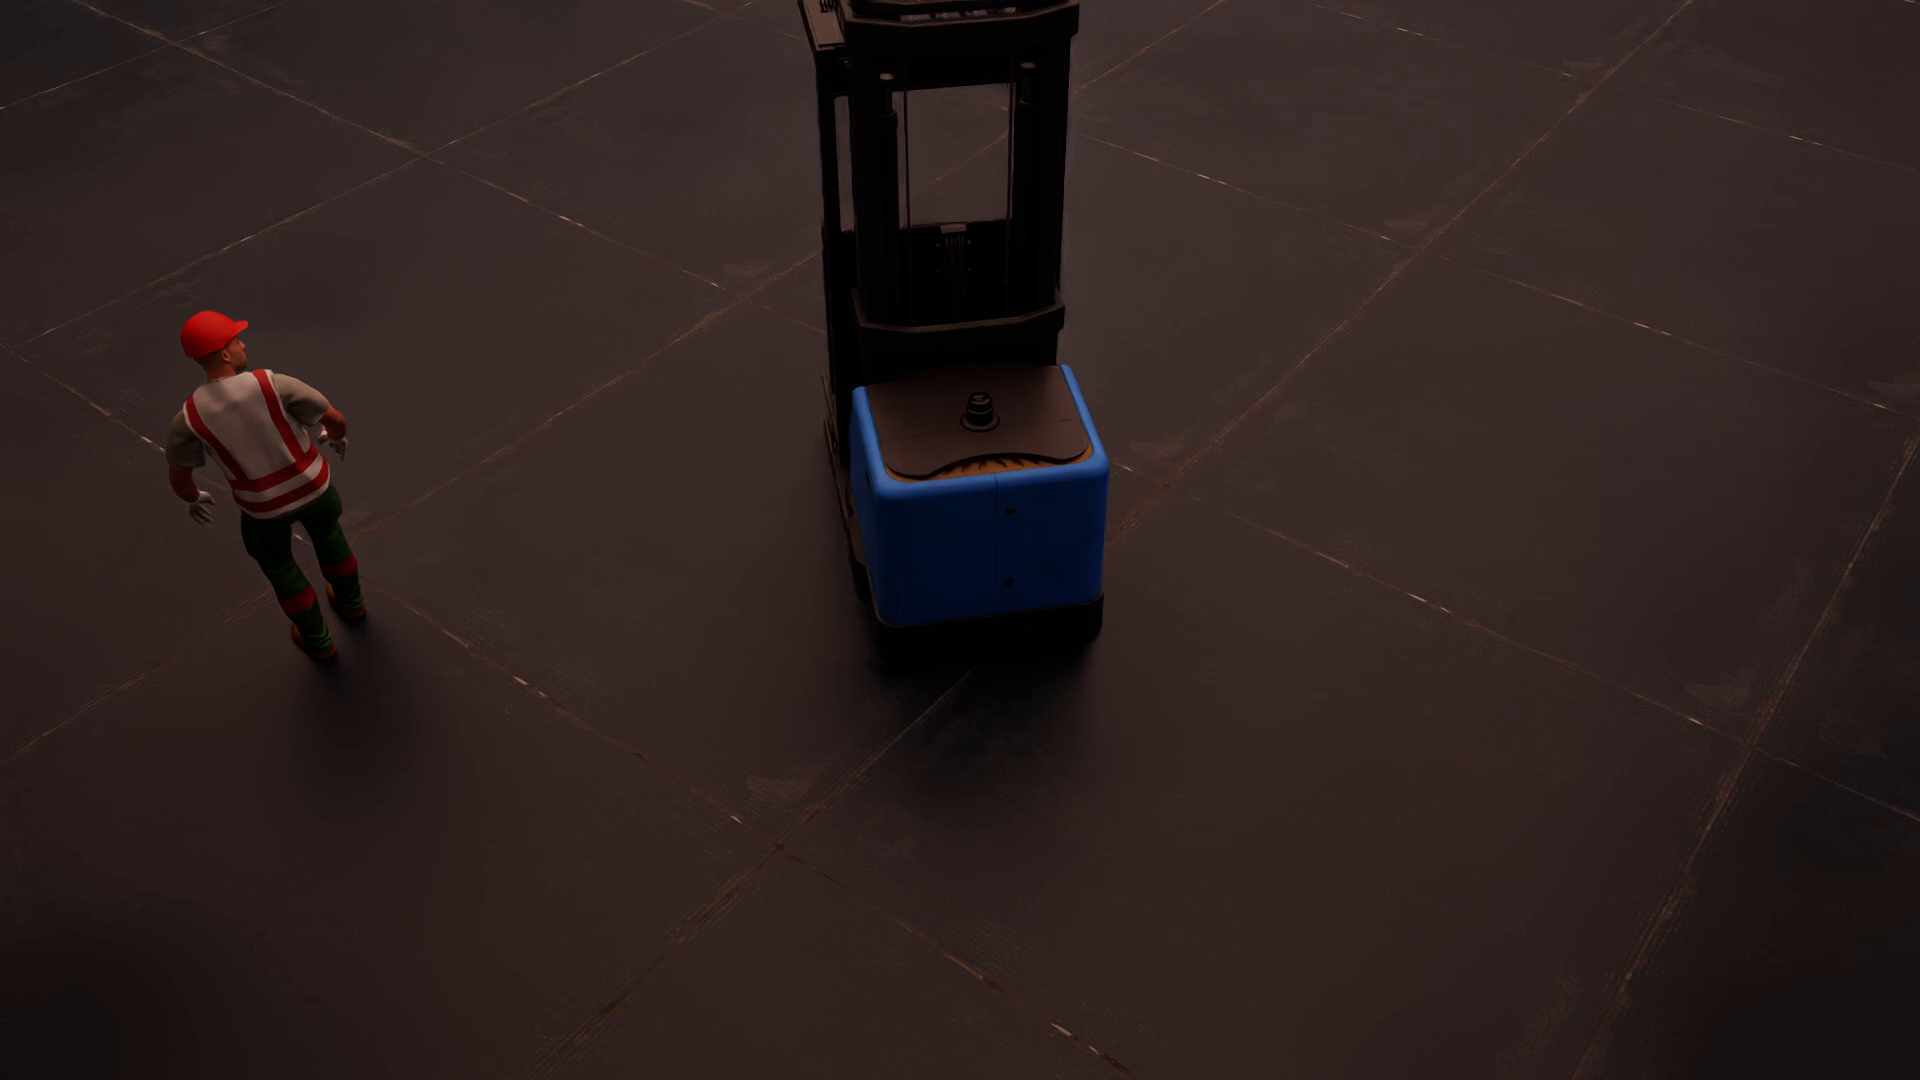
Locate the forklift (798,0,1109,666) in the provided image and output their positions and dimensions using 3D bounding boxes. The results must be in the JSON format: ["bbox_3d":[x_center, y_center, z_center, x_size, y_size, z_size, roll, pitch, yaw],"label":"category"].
[{"bbox_3d":[-0.118,-1.505,7.839,1.130,2.935,3.031,-7,41,-8],"label":"forklift"}]

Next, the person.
[{"bbox_3d":[-3.019,-0.243,7.269,0.745,1.755,0.502,-25,46,-26],"label":"person"}]
